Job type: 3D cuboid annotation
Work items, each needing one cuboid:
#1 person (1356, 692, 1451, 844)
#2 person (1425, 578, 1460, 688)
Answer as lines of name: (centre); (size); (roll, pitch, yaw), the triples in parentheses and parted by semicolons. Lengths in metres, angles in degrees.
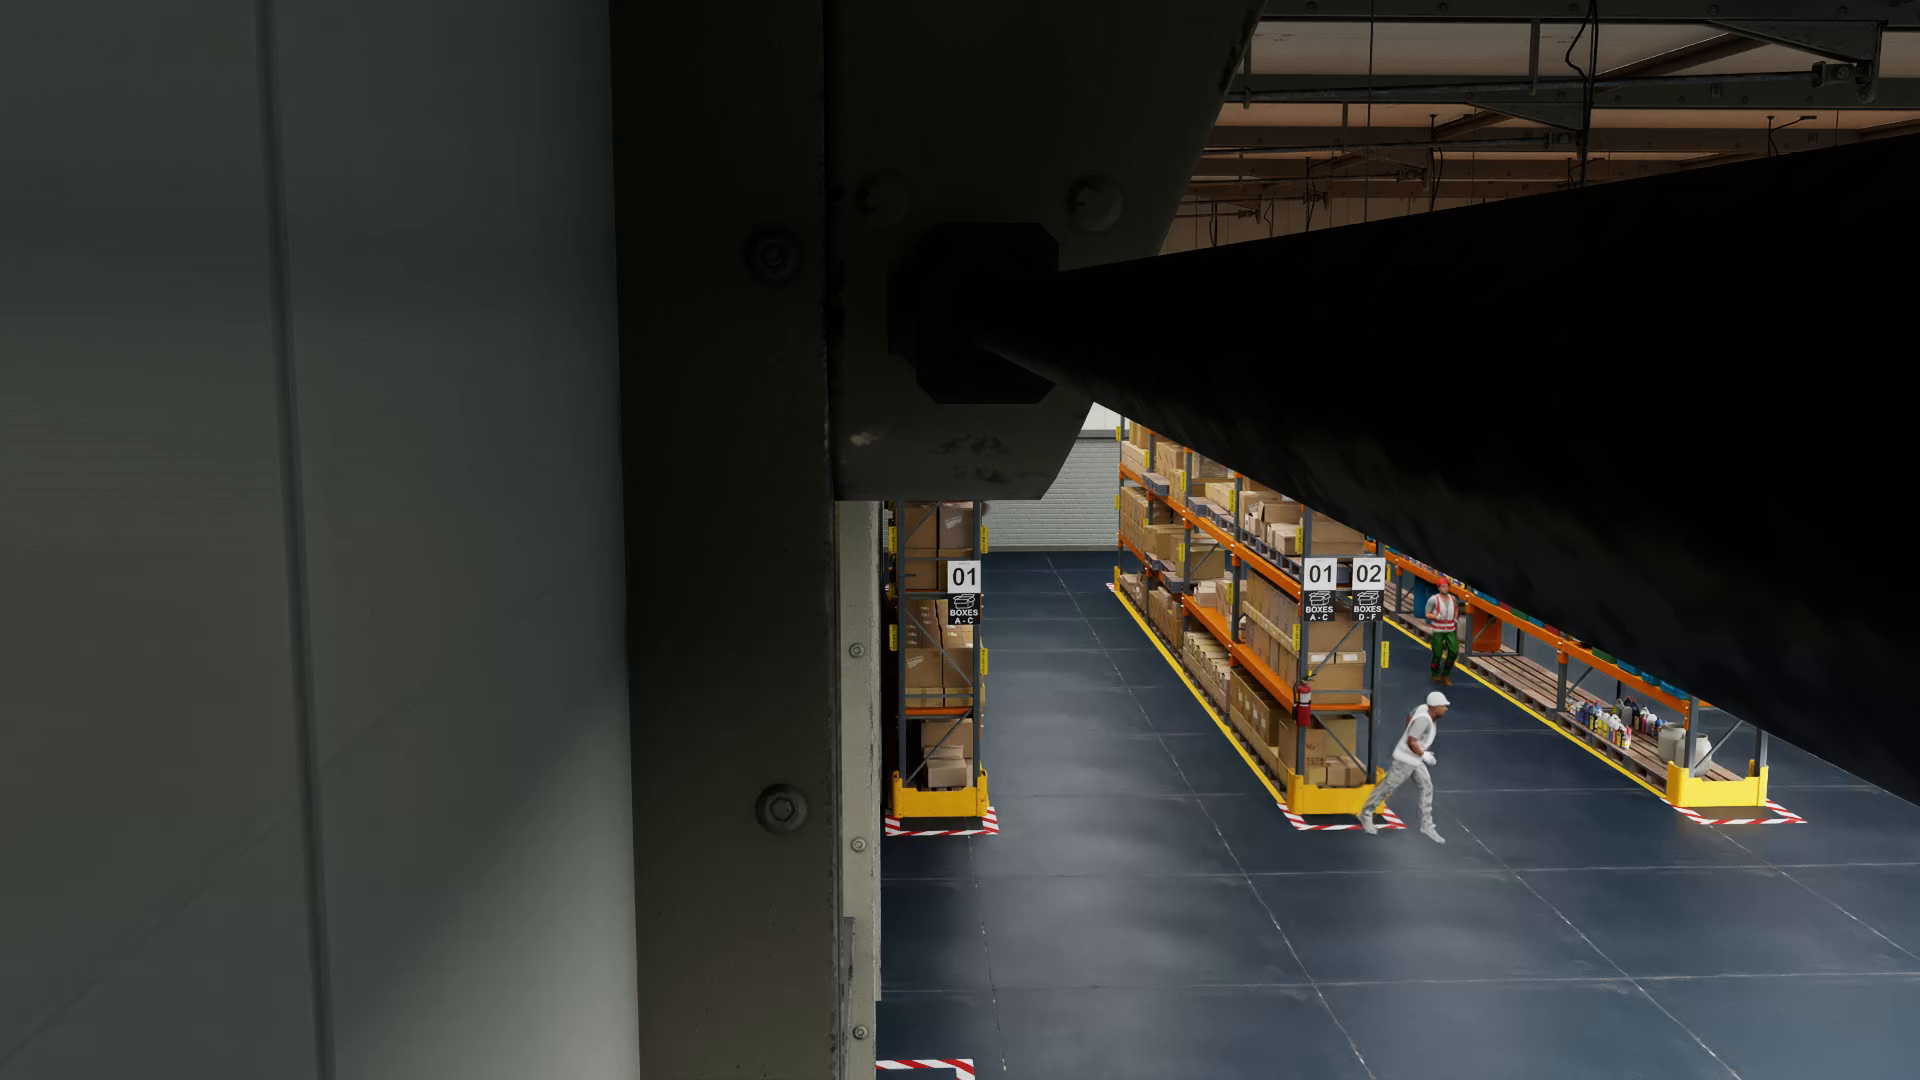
person: (5.074, 2.566, 19.049); (1.003, 1.751, 0.714); (3, 9, 17)
person: (7.959, 1.524, 27.336); (0.631, 1.800, 0.663); (-1, 8, -4)
